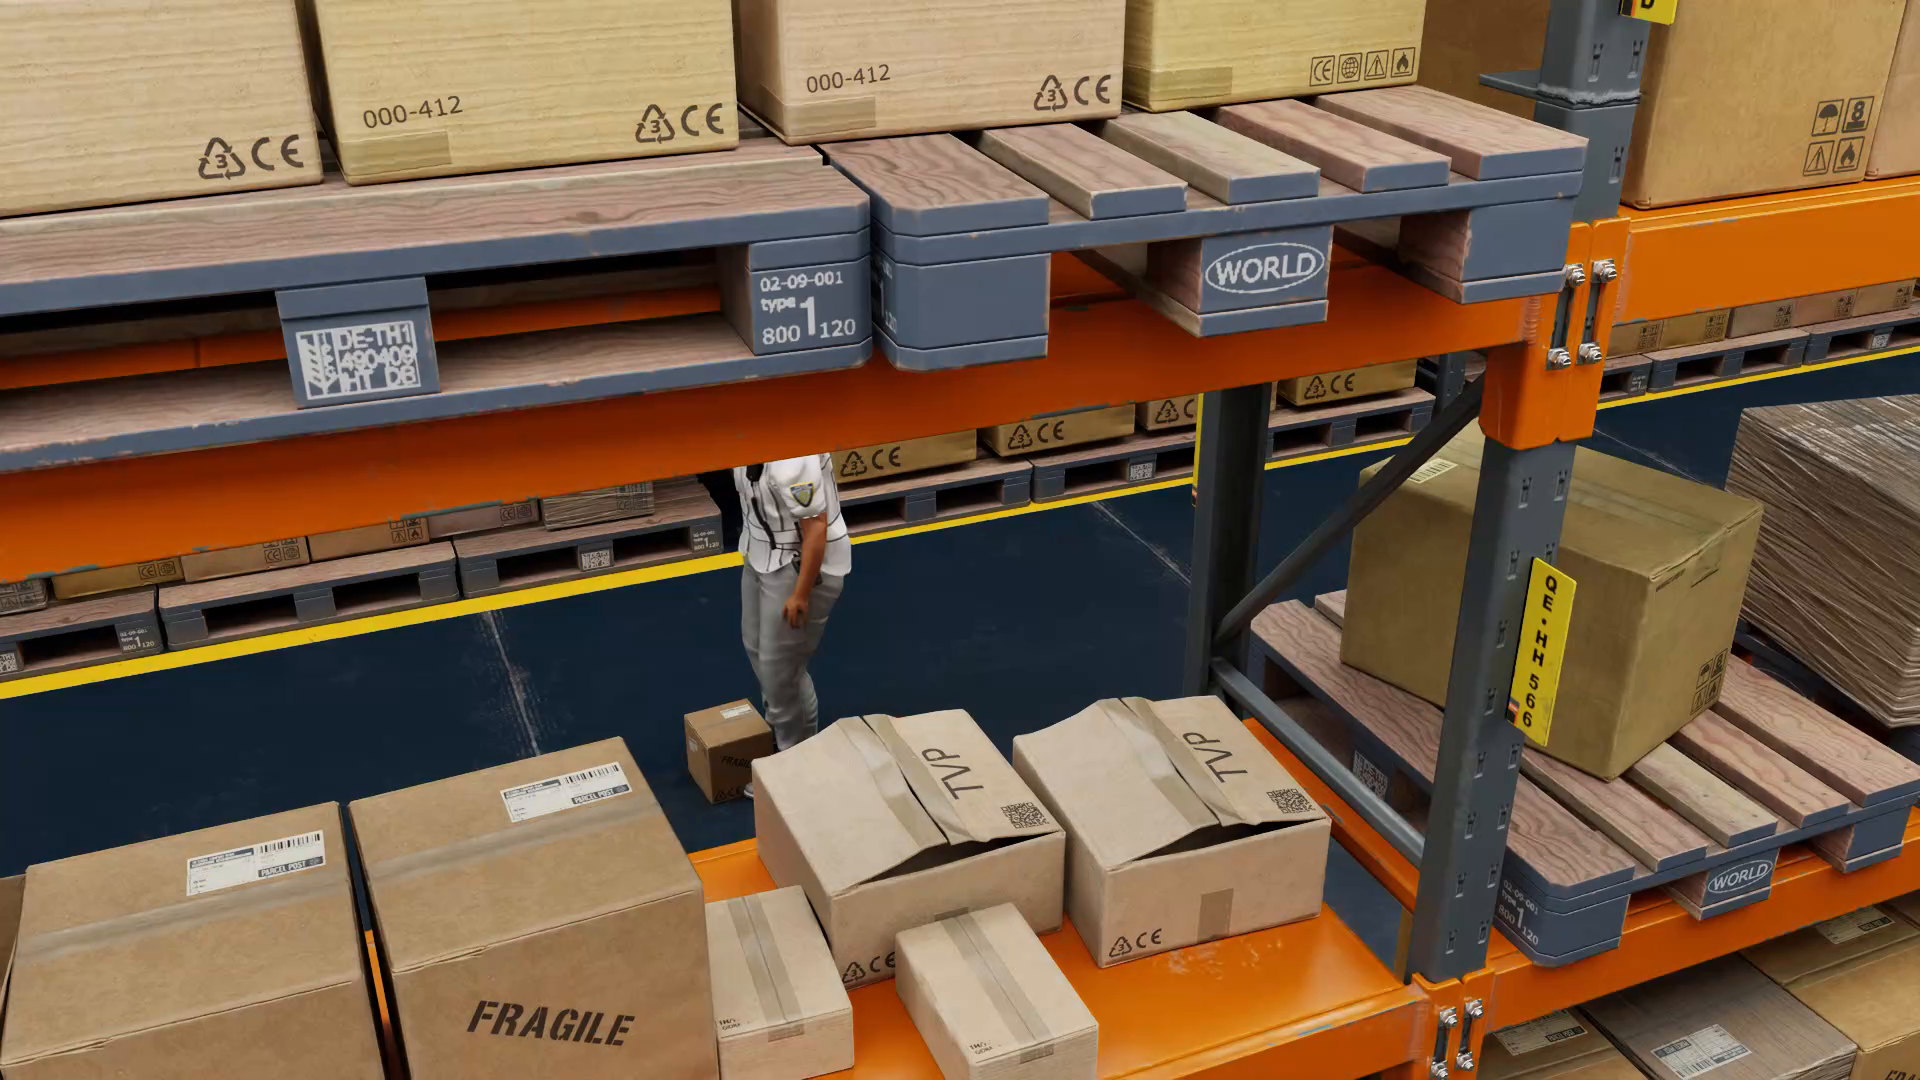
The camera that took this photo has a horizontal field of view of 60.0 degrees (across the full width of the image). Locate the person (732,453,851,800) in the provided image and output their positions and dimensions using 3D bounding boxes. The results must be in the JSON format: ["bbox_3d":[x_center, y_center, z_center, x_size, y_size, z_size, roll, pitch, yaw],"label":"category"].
[{"bbox_3d":[-0.643,0.103,5.896,0.469,1.664,0.545,-12,29,-23],"label":"person"}]
